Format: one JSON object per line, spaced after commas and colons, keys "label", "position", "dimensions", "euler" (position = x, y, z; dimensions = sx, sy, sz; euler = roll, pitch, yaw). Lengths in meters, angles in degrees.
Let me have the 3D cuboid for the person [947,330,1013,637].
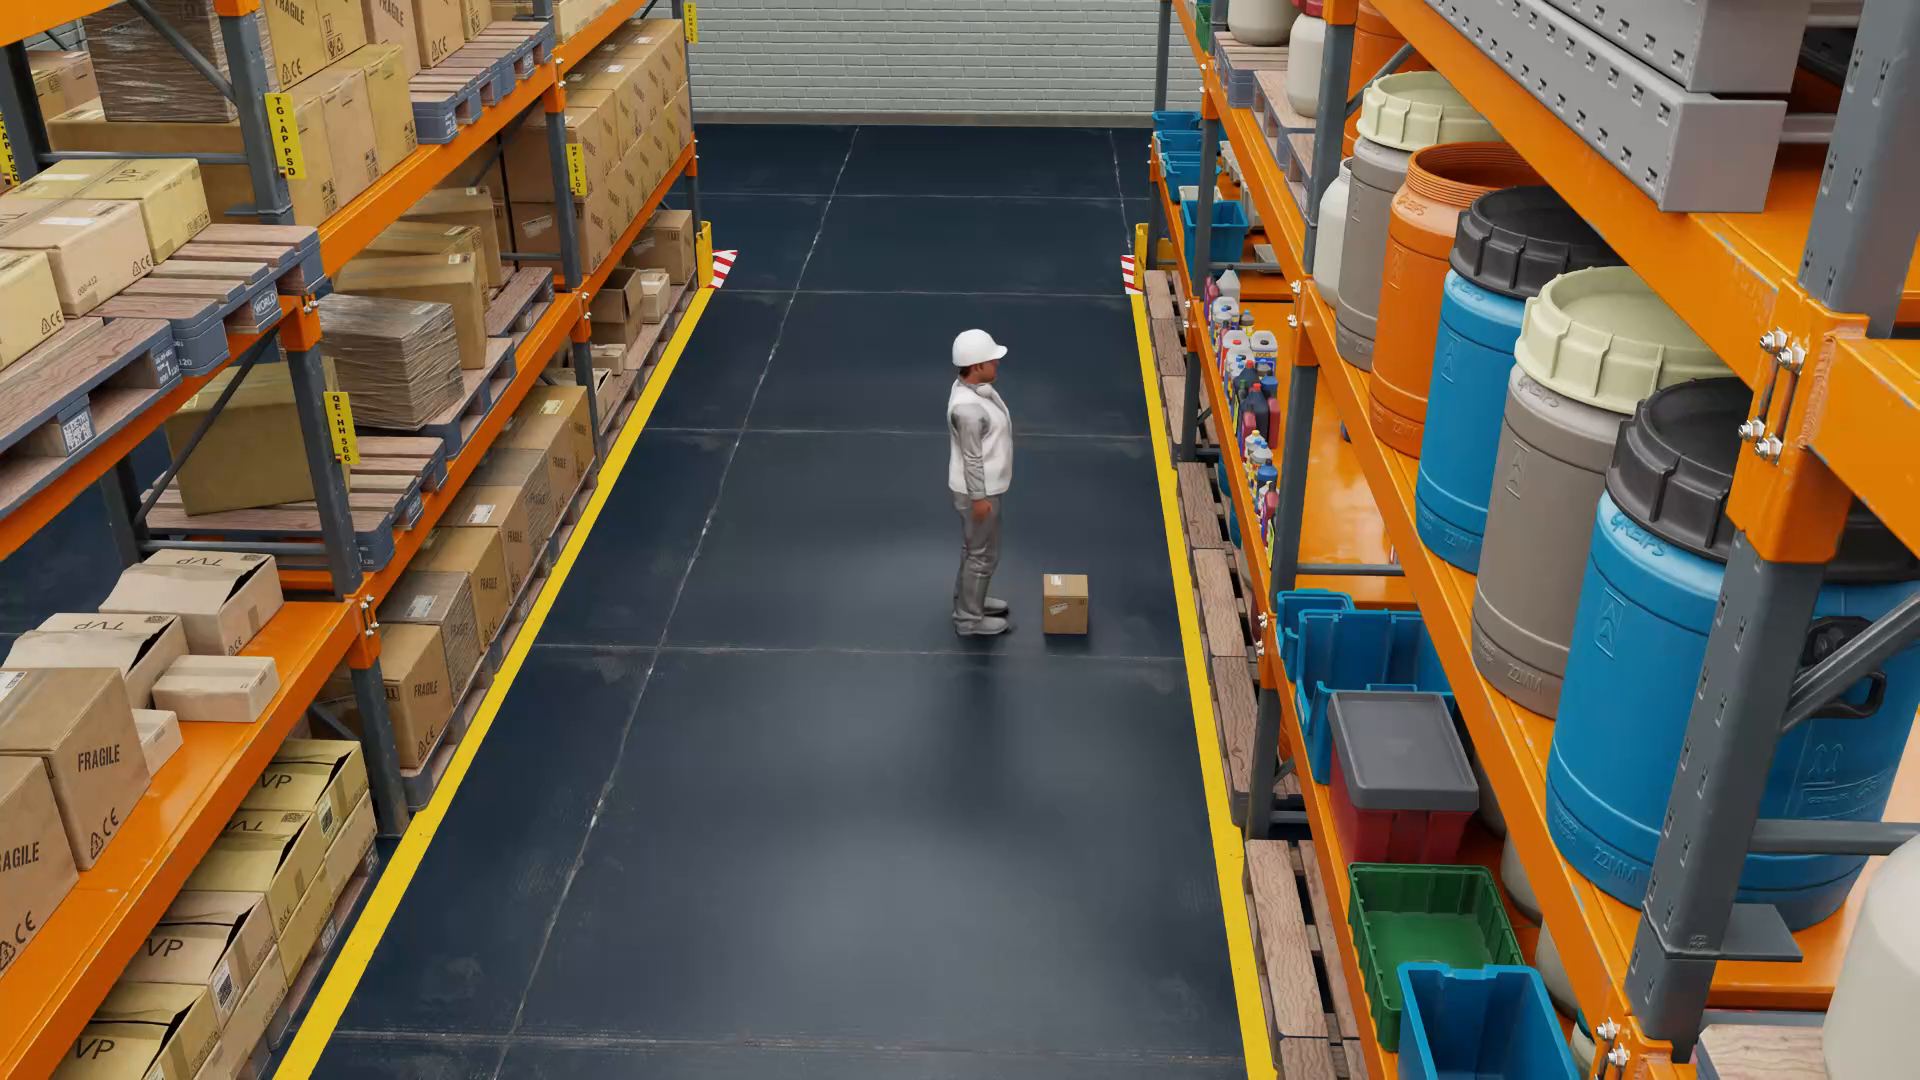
{"label": "person", "position": [0.113, -0.323, 9.209], "dimensions": [0.356, 1.769, 0.528], "euler": [2, 28, 3]}
